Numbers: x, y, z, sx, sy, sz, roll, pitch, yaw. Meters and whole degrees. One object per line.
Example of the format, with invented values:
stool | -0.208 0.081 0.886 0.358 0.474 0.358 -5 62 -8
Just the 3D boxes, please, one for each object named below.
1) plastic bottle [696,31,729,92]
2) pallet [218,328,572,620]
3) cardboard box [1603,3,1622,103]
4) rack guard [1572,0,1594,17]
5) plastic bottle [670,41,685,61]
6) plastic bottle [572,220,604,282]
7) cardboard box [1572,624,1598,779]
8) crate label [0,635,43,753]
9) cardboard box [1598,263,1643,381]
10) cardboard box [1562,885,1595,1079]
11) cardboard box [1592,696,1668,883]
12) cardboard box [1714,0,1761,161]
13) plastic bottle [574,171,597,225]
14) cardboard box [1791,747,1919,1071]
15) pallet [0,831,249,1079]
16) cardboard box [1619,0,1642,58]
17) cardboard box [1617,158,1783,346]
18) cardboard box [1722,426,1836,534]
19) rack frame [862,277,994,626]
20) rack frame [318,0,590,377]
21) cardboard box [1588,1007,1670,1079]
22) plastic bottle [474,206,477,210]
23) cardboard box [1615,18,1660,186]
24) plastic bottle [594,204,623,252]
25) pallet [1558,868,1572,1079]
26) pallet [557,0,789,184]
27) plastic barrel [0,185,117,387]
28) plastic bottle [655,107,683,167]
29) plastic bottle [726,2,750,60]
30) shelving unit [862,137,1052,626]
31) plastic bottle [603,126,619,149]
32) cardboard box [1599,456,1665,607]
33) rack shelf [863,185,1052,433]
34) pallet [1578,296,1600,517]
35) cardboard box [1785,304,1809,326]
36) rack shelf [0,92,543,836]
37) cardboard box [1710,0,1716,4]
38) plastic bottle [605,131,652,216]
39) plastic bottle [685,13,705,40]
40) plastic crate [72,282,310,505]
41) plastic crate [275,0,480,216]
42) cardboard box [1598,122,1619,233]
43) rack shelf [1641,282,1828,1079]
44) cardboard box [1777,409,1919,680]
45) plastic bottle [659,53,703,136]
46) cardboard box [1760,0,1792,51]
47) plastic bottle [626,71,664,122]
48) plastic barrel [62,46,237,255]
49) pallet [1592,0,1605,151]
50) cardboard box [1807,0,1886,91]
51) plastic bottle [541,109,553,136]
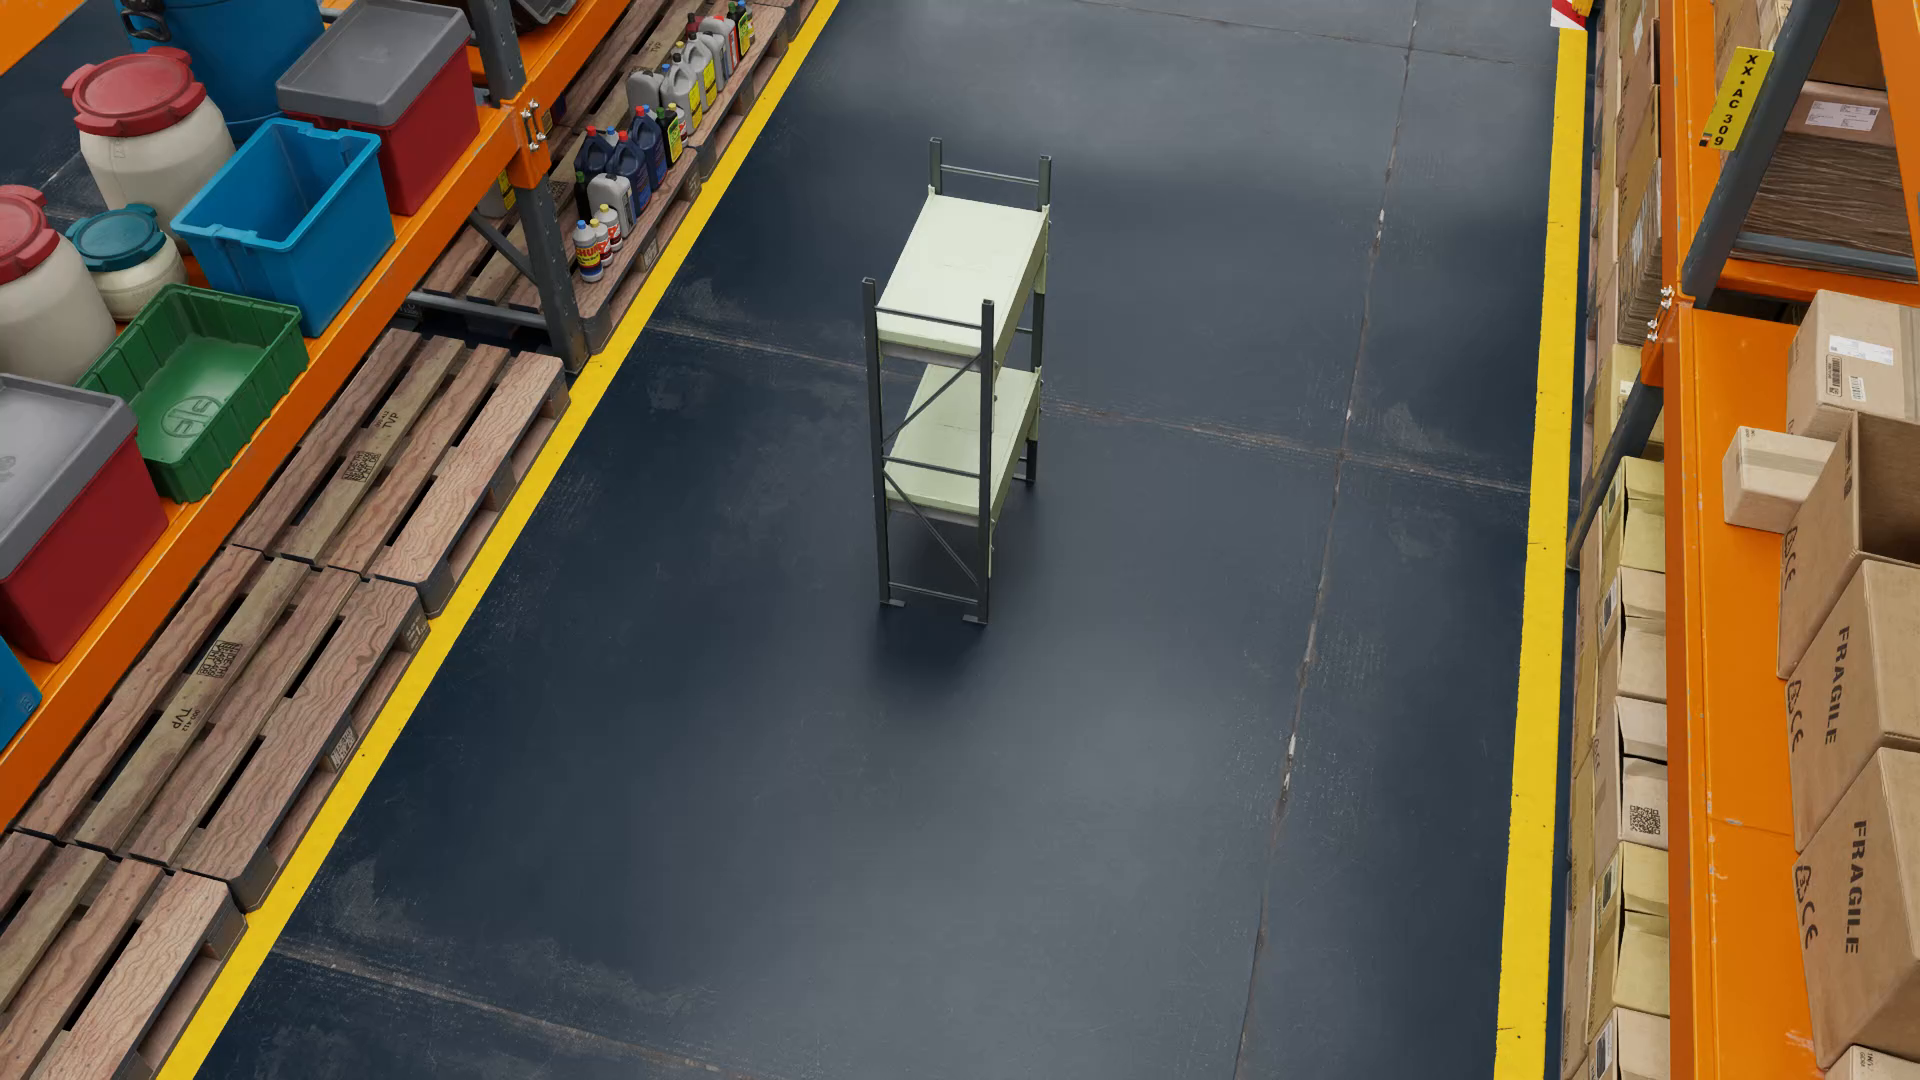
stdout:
plastic bottle | -1.177 -2.254 7.762 0.152 0.276 0.135 10 49 9
pallet | -2.209 -0.310 6.383 1.003 0.211 1.213 12 50 10
cardboard box | 3.307 -2.244 7.784 0.500 0.250 0.500 12 50 10
rack guard | 3.797 -2.912 8.487 1.175 0.500 0.348 12 50 10
plastic bottle | -1.302 -2.240 7.800 0.097 0.201 0.097 0 49 0
plastic bottle | -1.533 -1.195 6.831 0.097 0.271 0.097 0 49 0
cardboard box | 2.257 0.555 5.314 0.500 0.250 0.500 13 50 11
crate label | -2.570 0.408 3.866 0.502 0.435 0.616 12 50 10
cardboard box | 2.790 -0.796 6.506 0.500 0.250 0.500 12 50 10
cardboard box | 1.989 1.298 4.658 0.500 0.250 0.500 12 50 11
cardboard box | 2.117 0.742 4.774 0.500 0.311 0.500 10 49 9
cardboard box | 2.981 -1.566 5.565 0.700 0.500 0.500 11 50 10
plastic bottle | -1.577 -1.459 7.055 0.061 0.283 0.133 12 50 10
cardboard box | 2.111 0.815 3.463 0.500 0.500 0.500 9 49 8
pallet | -2.851 1.455 4.825 1.003 0.211 1.213 12 50 10
cardboard box | 3.305 -2.493 7.503 0.500 0.500 0.500 12 50 10
cardboard box | 2.792 -1.044 6.224 0.500 0.500 0.500 12 50 10
cardboard box | 2.308 -0.145 4.545 0.380 0.149 0.250 12 50 10
rack frame | -0.095 -0.236 5.458 0.400 1.500 0.023 12 50 10
rack frame | -2.040 -1.809 5.846 1.000 3.000 0.127 12 50 10
cardboard box | 1.852 1.481 4.122 0.500 0.311 0.500 11 50 10
plastic bottle | -2.148 -1.600 7.135 0.144 0.351 0.185 10 49 9
cardboard box | 3.038 -1.770 6.866 0.500 0.500 0.500 12 50 10
plastic bottle | -1.479 -1.319 6.987 0.097 0.201 0.097 0 49 0
pallet | 2.263 1.520 4.768 1.003 0.211 1.213 12 50 10
pallet | -1.504 -2.249 8.094 1.003 0.211 1.213 12 50 10
plastic barrel | -2.696 -0.674 4.754 0.433 0.535 0.433 0 49 0
plastic bottle | -1.294 -1.805 7.361 0.061 0.283 0.133 14 50 12
plastic bottle | -1.061 -2.446 7.926 0.061 0.283 0.133 13 50 11
shelving unit | 0.002 -0.501 5.692 0.431 1.500 0.755 12 50 10
plastic bottle | -1.505 -1.682 7.260 0.097 0.271 0.097 0 49 0
cardboard box | 2.389 0.007 5.423 0.500 0.311 0.500 12 50 10
rack shelf | 0.002 -0.759 5.399 0.431 0.370 0.720 12 50 10
pallet | 2.988 -0.473 6.526 1.003 0.211 1.213 12 50 10
cardboard box | 3.162 -0.579 5.814 0.500 0.500 0.500 12 50 10
rack shelf | -2.566 -0.124 4.839 1.077 0.370 4.000 12 50 10
cardboard box | 3.251 -2.299 6.212 0.700 0.500 0.500 13 50 11
plastic bottle | -1.427 -1.580 7.117 0.144 0.351 0.185 13 50 11
plastic bottle | -1.243 -2.377 7.866 0.061 0.283 0.133 12 50 10
plastic crate | -2.226 -0.423 4.764 0.450 0.188 0.662 12 50 10
plastic crate | -1.872 -1.419 5.459 0.402 0.464 0.583 12 50 10
cardboard box | 3.039 -1.522 7.147 0.500 0.250 0.500 12 50 10
rack shelf | 2.212 0.856 3.973 1.077 0.370 4.000 12 50 10
cardboard box | 2.381 0.072 4.119 0.500 0.500 0.500 15 50 13
plastic bottle | -1.265 -2.024 7.509 0.144 0.351 0.185 11 50 10
cardboard box | 2.670 -1.494 5.068 0.380 0.149 0.250 11 49 9
plastic bottle | -1.415 -2.010 7.546 0.152 0.276 0.135 12 50 10
plastic barrel | -2.503 -1.205 5.222 0.433 0.535 0.433 0 49 0
pallet | 3.630 -2.238 8.084 1.003 0.211 1.213 12 50 10
cardboard box | 2.849 -1.613 4.741 0.700 0.500 0.500 12 50 10
plastic bottle | -1.907 -1.949 7.488 0.061 0.283 0.133 12 50 10
